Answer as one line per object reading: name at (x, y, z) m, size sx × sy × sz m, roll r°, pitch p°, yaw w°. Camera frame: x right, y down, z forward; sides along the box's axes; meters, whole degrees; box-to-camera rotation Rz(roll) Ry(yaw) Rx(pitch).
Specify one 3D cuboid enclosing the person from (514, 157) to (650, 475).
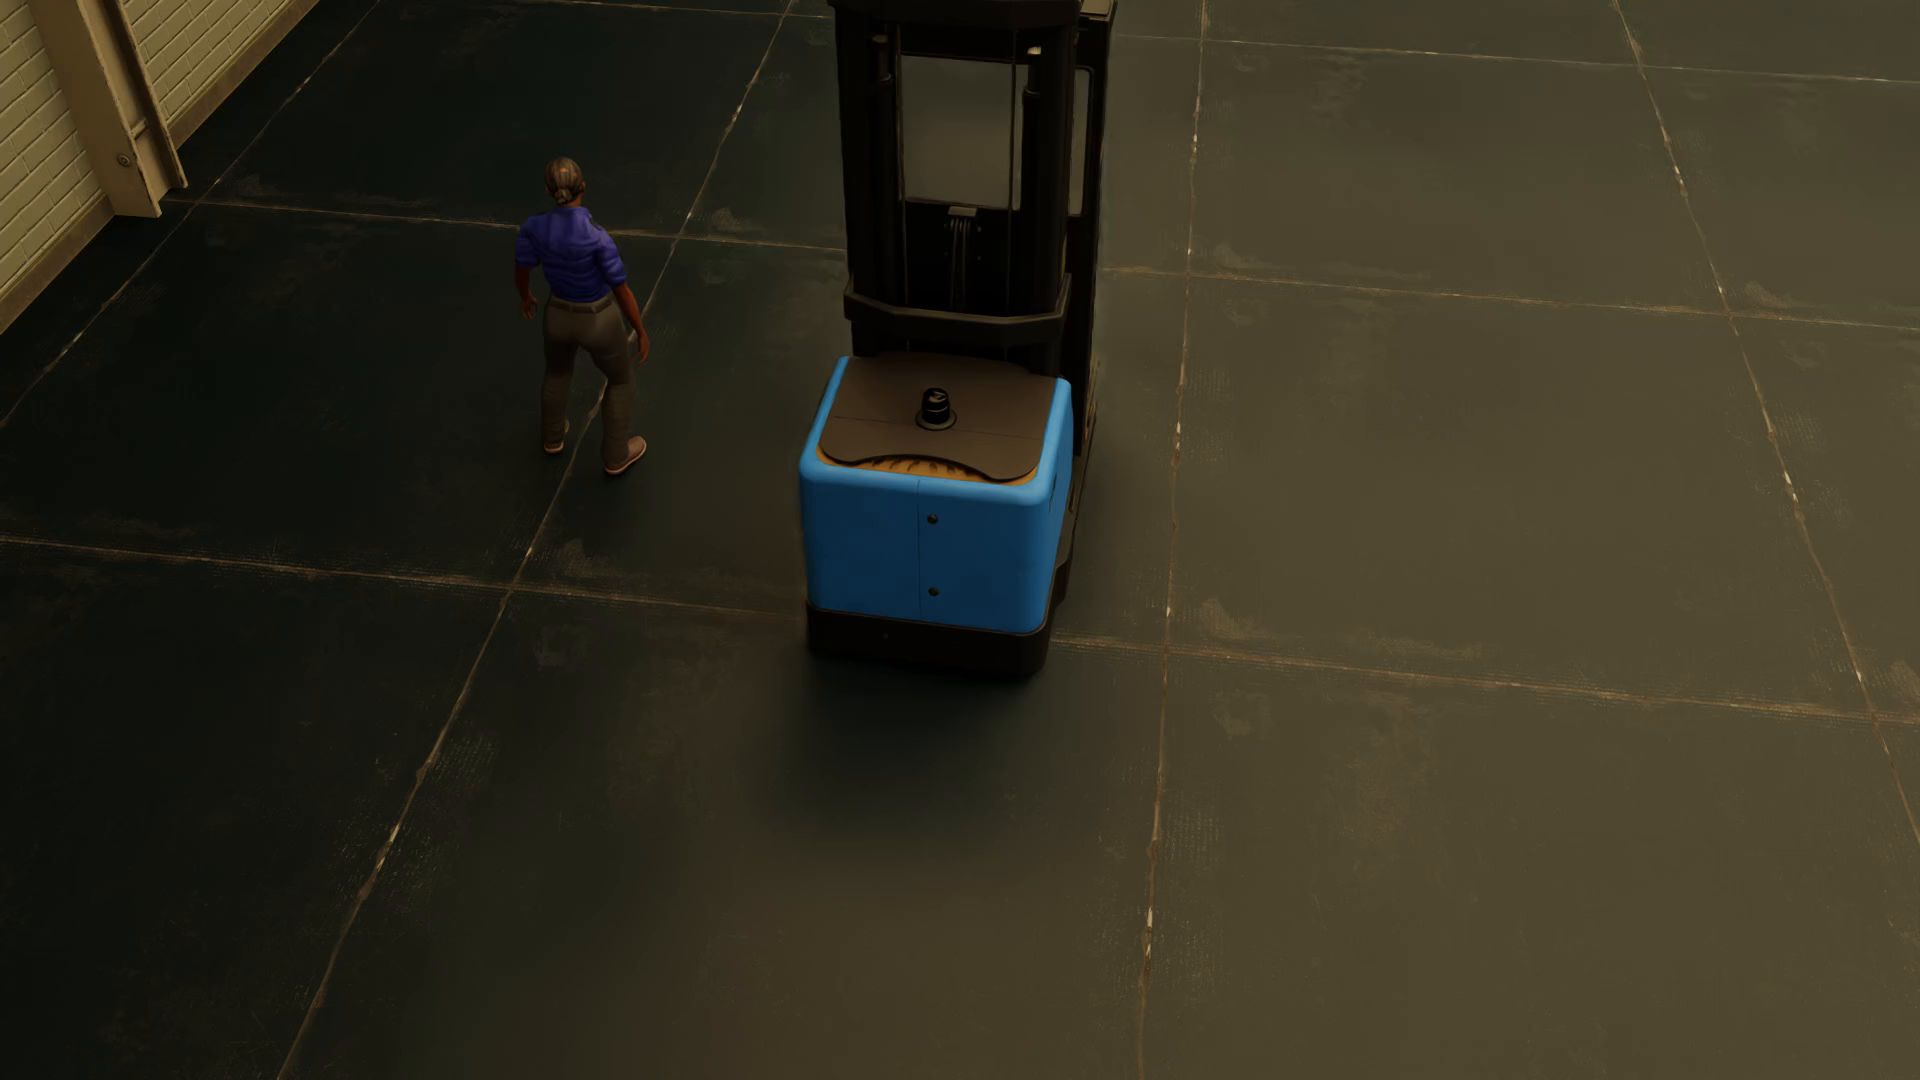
person at (-1.791, -1.048, 7.830) m, size 0.725 × 1.632 × 0.361 m, roll 10°, pitch 44°, yaw 11°

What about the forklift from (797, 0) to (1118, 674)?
forklift at (0.091, -1.506, 7.364) m, size 1.130 × 2.935 × 3.031 m, roll 7°, pitch 43°, yaw 7°
